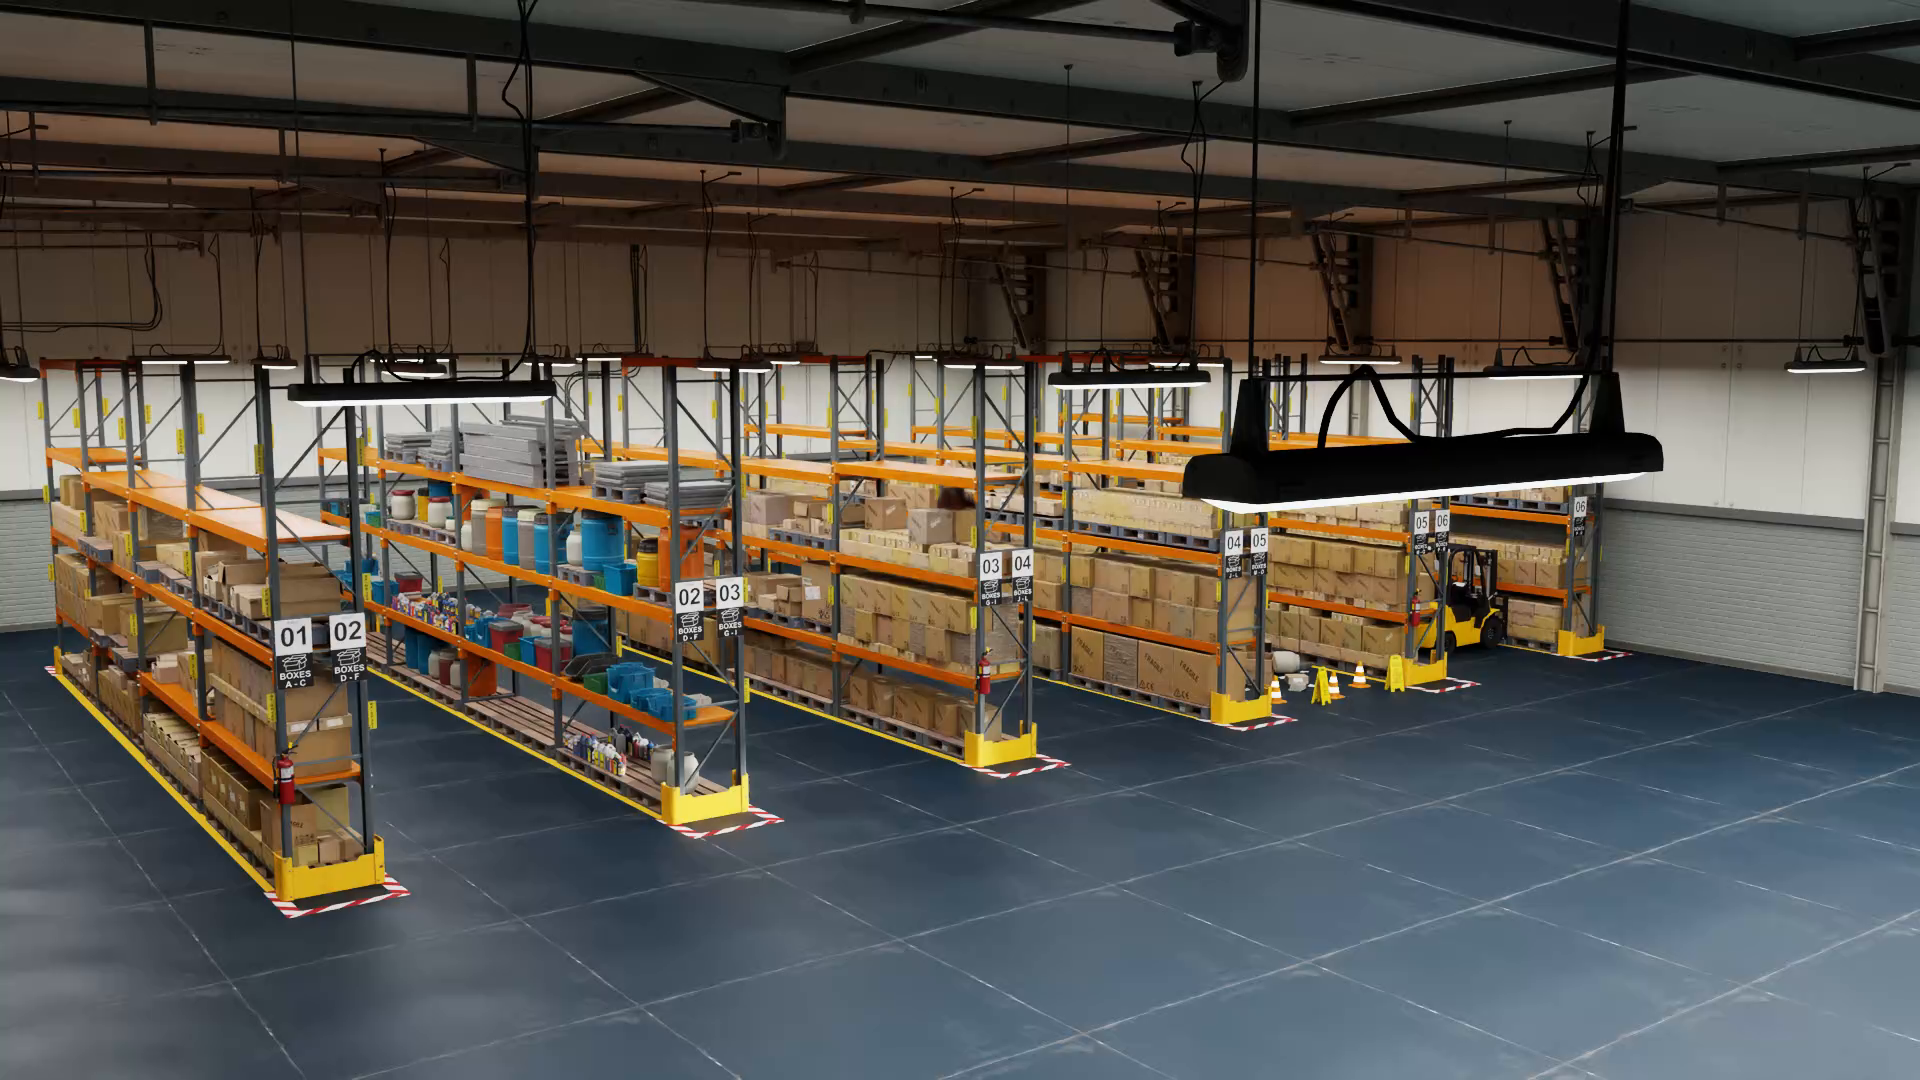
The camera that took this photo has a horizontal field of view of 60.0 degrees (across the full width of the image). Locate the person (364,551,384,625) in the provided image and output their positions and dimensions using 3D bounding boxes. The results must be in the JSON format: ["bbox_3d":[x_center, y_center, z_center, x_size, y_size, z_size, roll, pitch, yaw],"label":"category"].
[{"bbox_3d":[-13.096,1.064,36.961,0.887,1.644,0.466,5,8,34],"label":"person"}]
